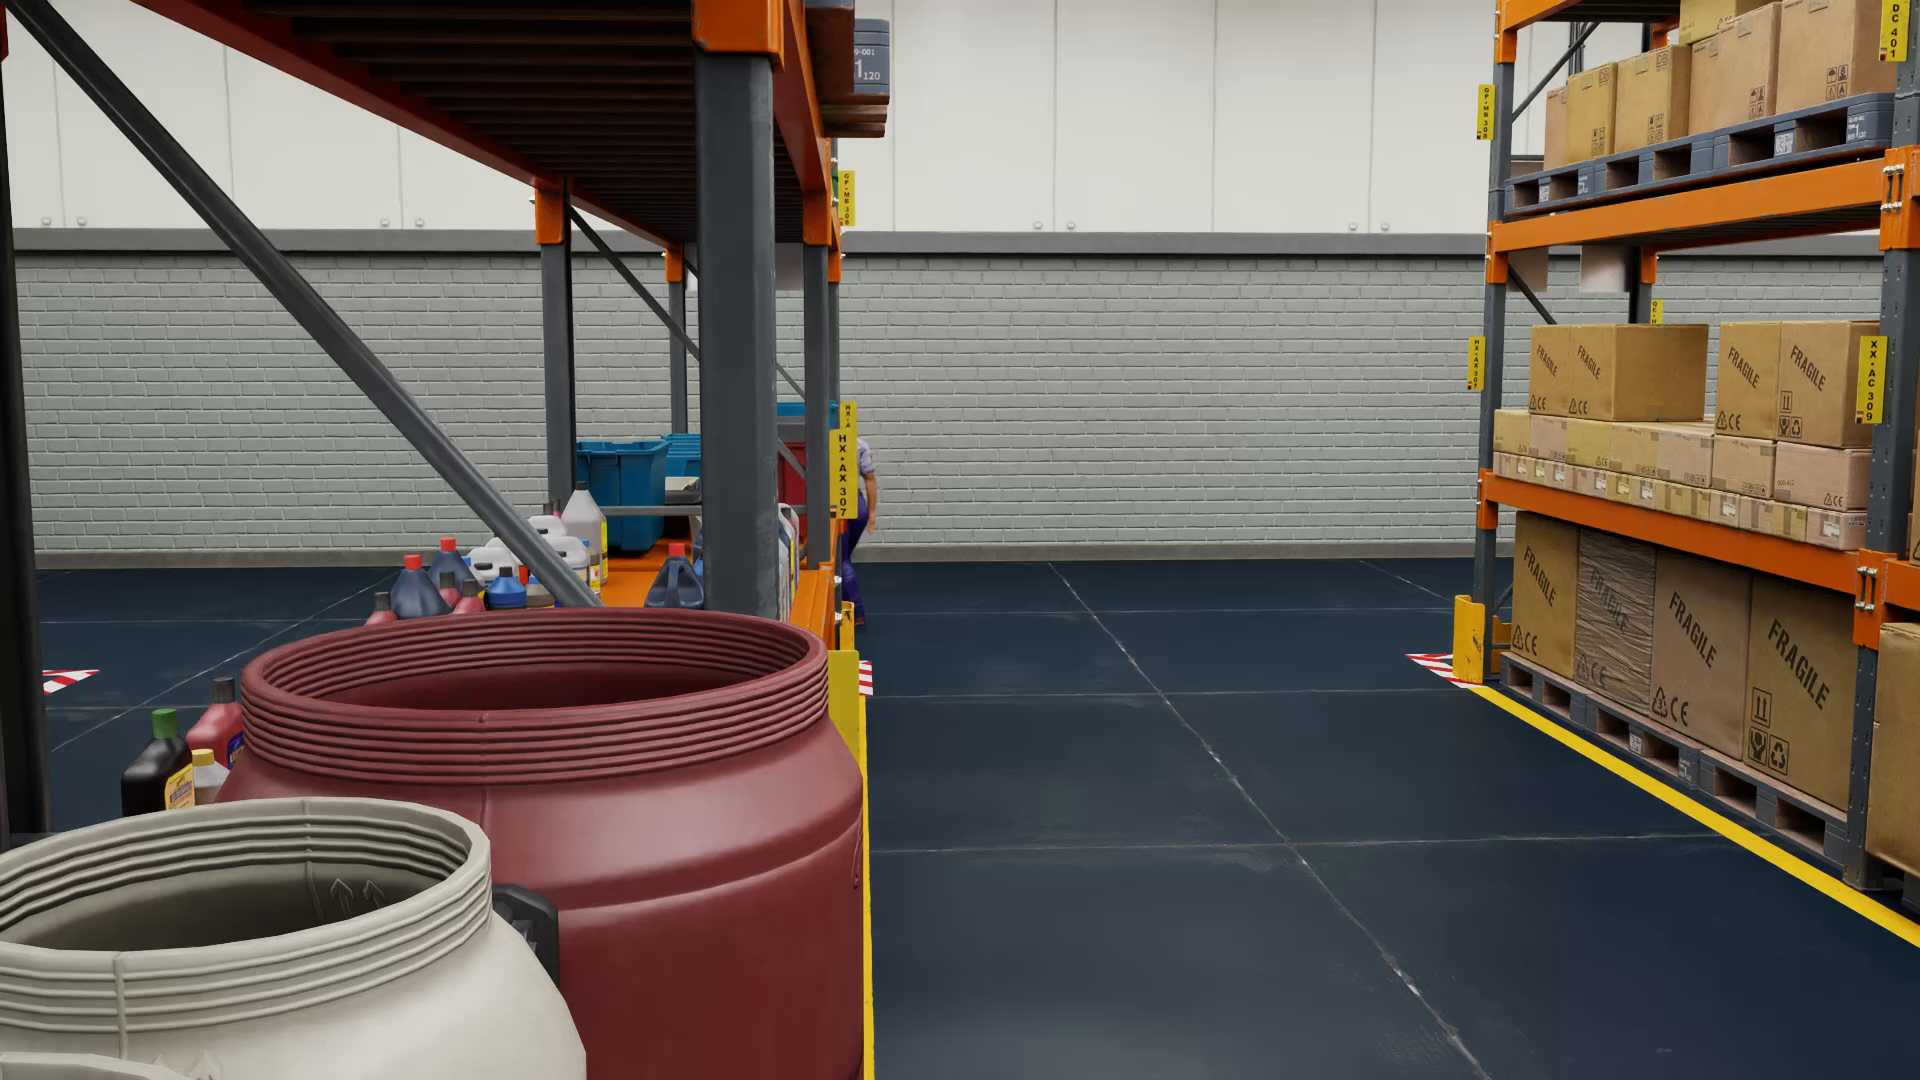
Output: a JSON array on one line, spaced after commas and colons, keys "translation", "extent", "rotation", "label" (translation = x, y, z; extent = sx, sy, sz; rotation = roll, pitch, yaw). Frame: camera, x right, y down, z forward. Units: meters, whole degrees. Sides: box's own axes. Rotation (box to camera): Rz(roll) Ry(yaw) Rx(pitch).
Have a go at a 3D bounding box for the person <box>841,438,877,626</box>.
[{"translation": [-0.952, -0.183, 12.273], "extent": [0.476, 1.647, 0.735], "rotation": [-7, 10, -44], "label": "person"}]
